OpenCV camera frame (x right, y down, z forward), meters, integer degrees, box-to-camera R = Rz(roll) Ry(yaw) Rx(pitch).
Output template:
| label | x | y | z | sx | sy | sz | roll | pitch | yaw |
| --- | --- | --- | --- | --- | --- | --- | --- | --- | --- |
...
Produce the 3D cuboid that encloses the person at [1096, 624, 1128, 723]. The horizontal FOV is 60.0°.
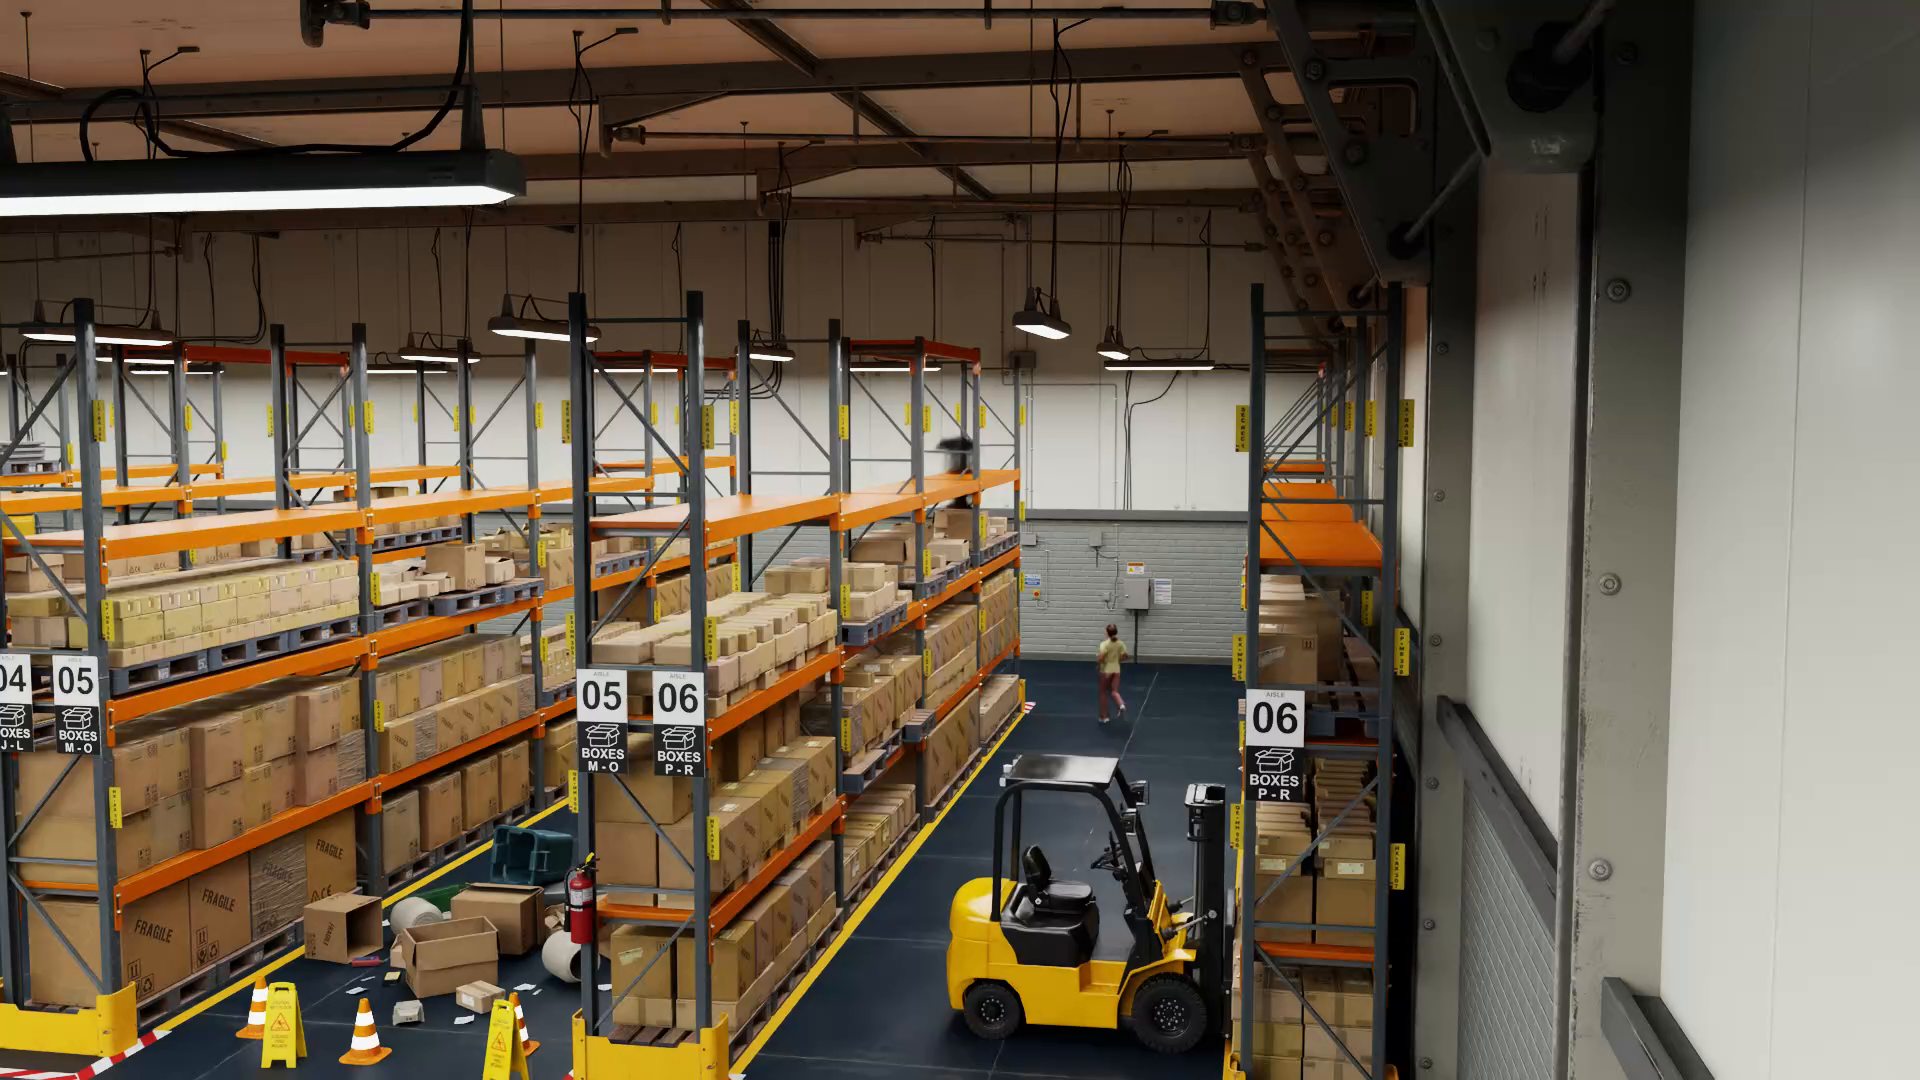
| label | x | y | z | sx | sy | sz | roll | pitch | yaw |
| --- | --- | --- | --- | --- | --- | --- | --- | --- | --- |
| person | 2.450 | 2.181 | 26.886 | 0.585 | 1.662 | 0.881 | -1 | 5 | -18 |
